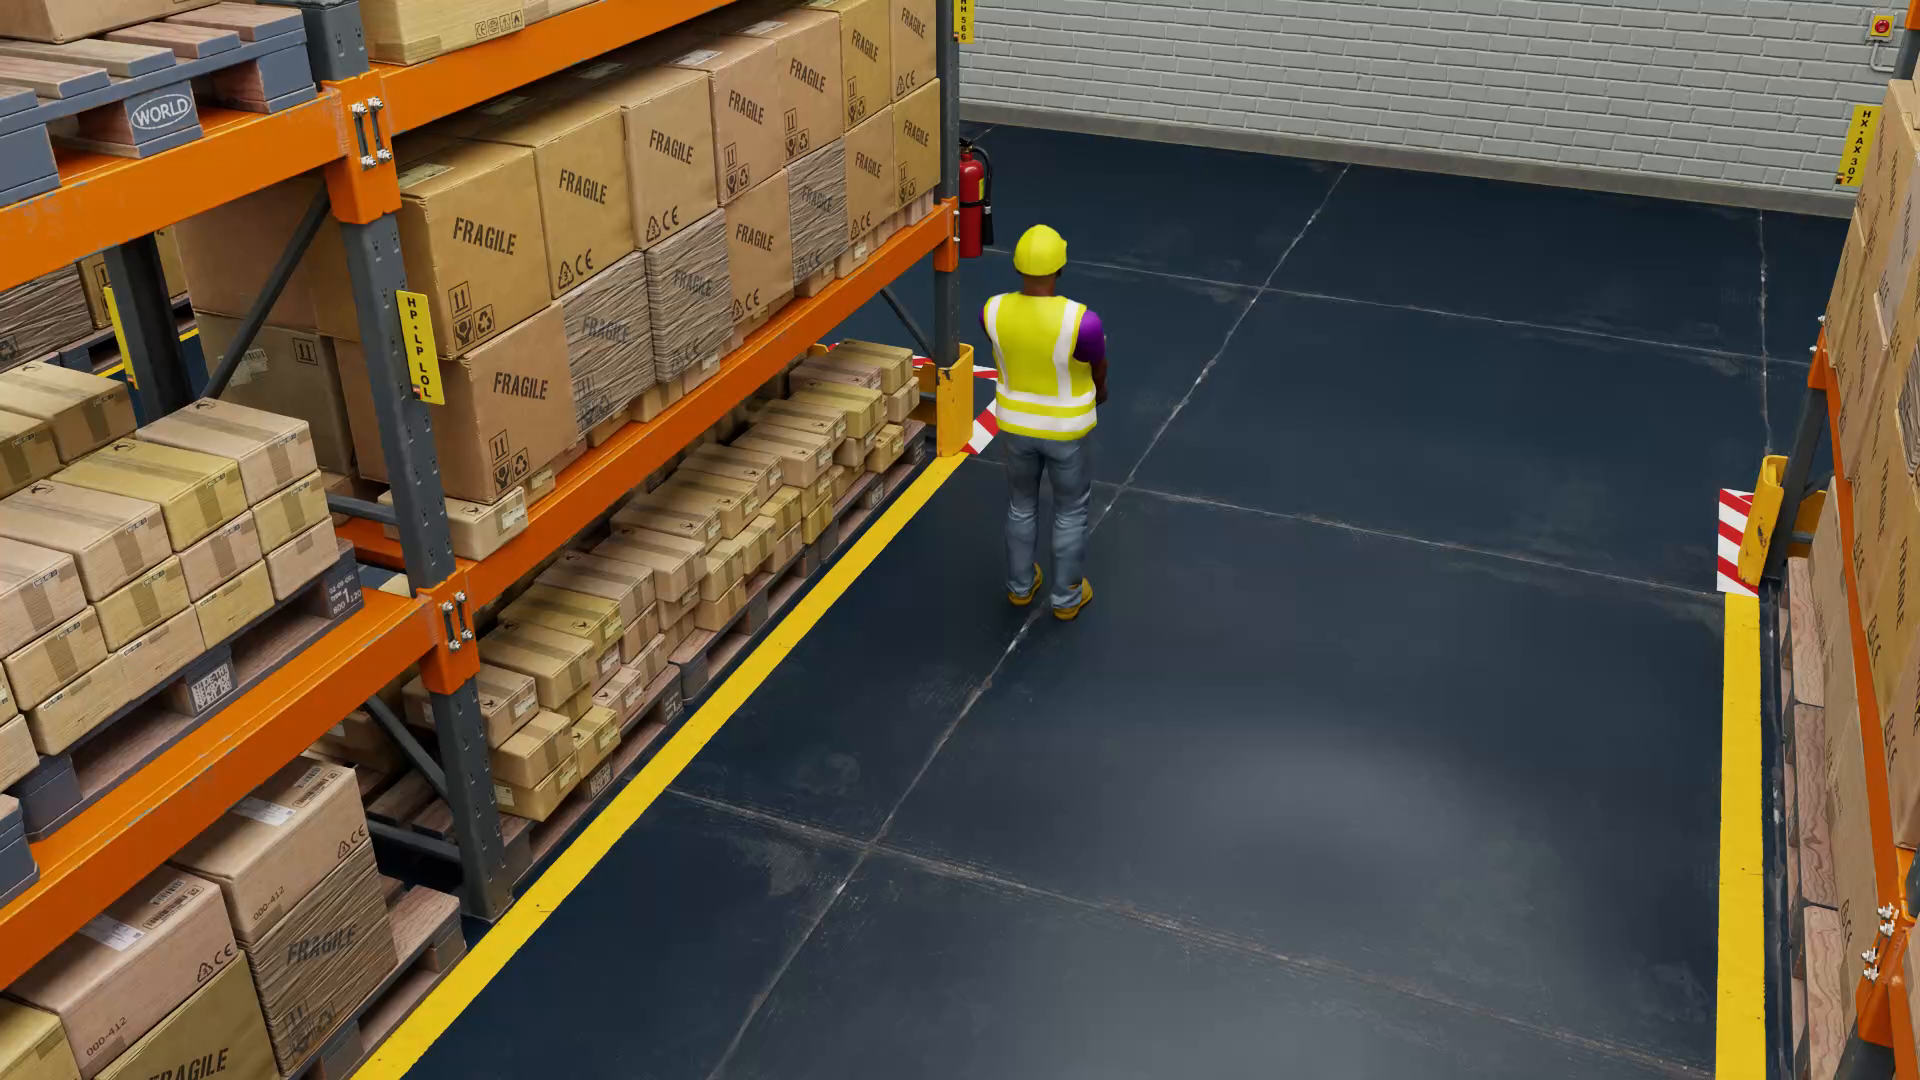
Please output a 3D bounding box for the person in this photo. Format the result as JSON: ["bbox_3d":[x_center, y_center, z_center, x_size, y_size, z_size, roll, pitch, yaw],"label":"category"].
[{"bbox_3d":[0.378,-0.524,7.040,0.503,1.758,0.577,11,31,19],"label":"person"}]
